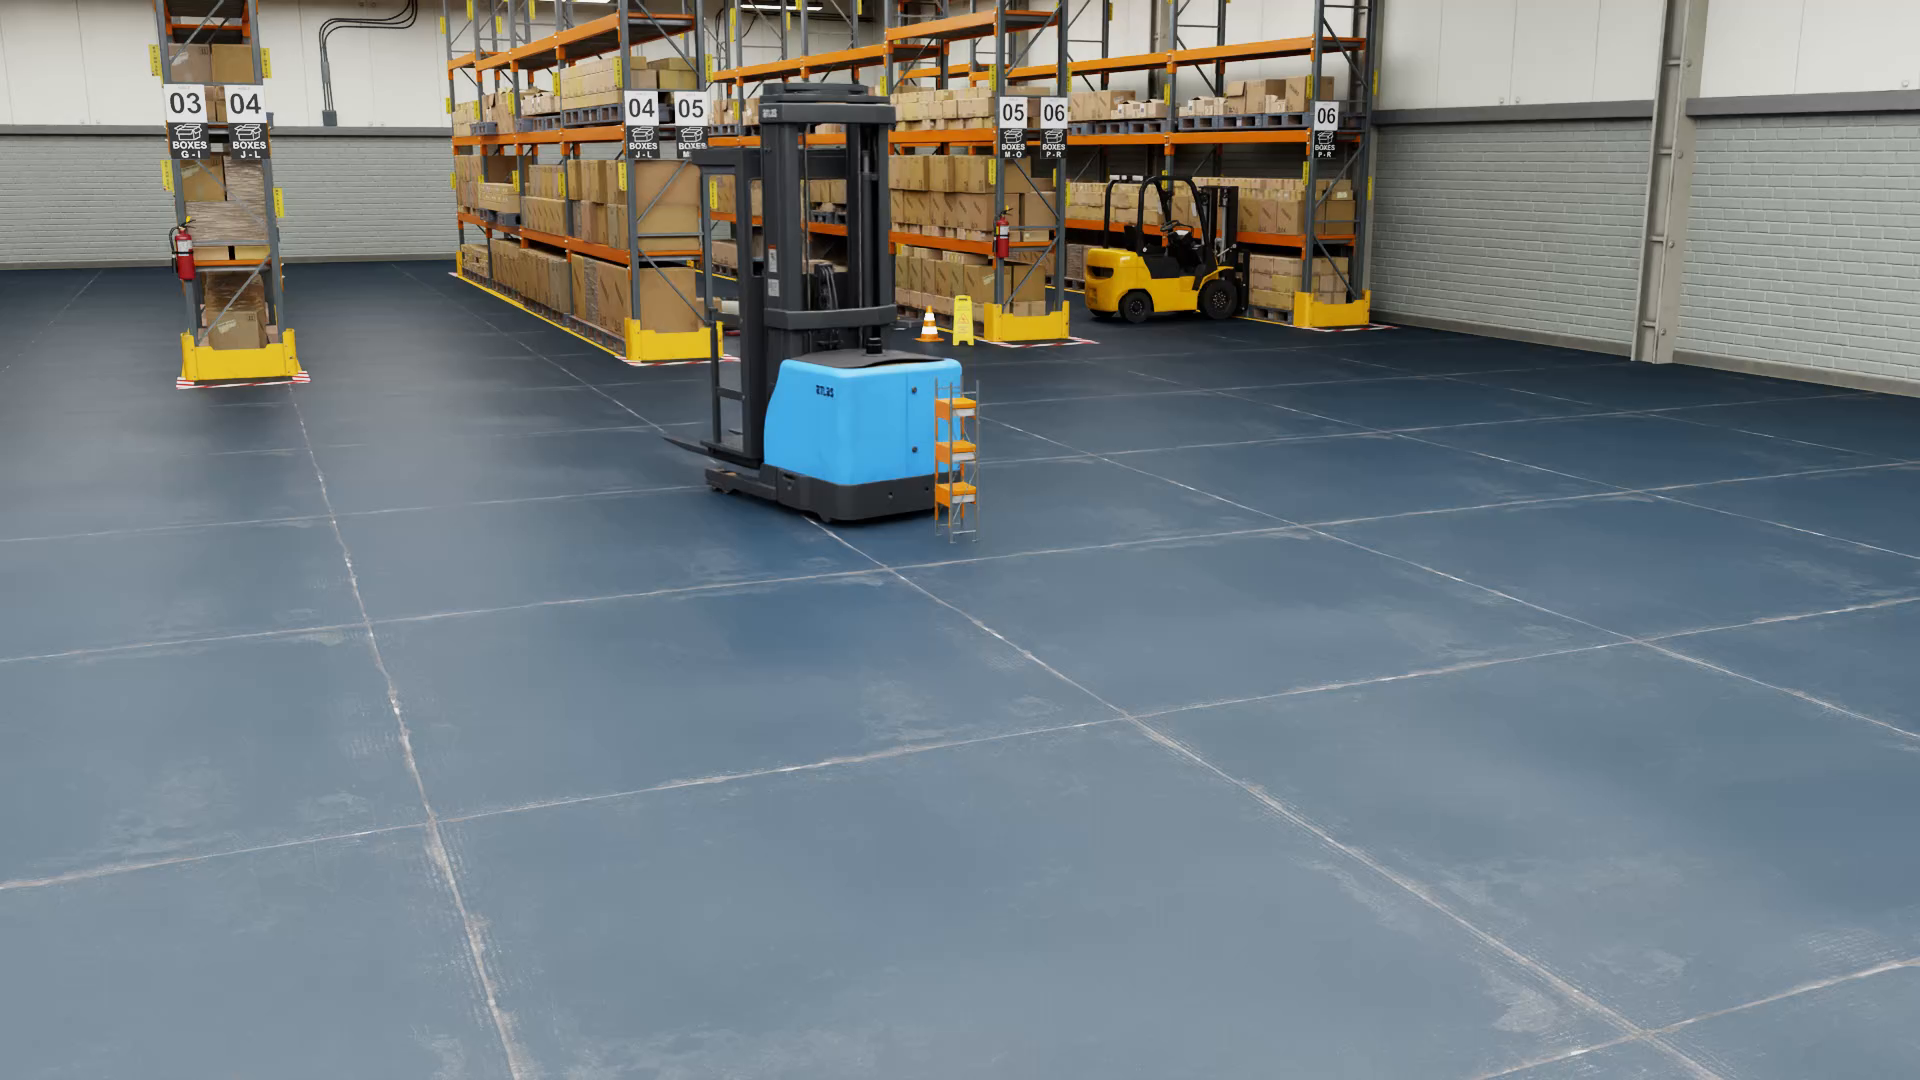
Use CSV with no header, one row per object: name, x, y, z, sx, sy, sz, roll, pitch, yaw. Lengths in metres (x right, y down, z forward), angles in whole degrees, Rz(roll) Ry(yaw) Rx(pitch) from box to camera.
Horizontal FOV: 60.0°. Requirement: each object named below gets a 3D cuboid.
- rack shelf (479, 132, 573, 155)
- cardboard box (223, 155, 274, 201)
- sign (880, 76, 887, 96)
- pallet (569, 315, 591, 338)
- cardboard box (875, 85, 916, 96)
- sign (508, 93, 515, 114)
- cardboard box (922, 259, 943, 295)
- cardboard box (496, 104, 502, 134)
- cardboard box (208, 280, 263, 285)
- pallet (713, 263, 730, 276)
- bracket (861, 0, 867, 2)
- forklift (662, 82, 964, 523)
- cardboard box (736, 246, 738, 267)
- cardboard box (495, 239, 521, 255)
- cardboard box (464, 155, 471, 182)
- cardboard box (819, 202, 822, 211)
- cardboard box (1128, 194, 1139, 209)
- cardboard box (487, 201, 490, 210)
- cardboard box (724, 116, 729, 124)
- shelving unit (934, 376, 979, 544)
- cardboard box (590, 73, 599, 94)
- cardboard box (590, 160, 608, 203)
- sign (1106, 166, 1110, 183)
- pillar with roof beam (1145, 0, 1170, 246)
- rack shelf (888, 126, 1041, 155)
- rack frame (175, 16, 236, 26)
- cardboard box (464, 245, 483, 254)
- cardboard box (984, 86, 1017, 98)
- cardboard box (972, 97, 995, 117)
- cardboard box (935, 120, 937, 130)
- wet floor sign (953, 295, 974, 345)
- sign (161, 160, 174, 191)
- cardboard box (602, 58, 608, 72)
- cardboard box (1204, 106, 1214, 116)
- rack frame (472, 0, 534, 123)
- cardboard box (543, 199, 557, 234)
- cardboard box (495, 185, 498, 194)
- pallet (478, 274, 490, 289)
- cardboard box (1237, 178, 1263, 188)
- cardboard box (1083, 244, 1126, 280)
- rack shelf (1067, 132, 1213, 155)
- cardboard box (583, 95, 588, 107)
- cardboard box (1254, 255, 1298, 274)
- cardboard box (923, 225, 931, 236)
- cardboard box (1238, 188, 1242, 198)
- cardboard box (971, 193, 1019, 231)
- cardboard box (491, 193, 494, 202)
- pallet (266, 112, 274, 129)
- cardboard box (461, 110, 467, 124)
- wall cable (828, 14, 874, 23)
rack shelf,-7.557,-6.913,29.031,1.077,0.370,4.000,-6,14,-23
cardboard box,-8.107,-4.128,18.956,0.500,0.500,0.500,-6,14,-23
sign,-1.166,-6.885,25.294,0.100,0.325,0.005,-6,14,-23
pallet,-4.921,-3.040,23.537,1.003,0.211,1.213,-6,14,-23
cardboard box,-1.007,-6.976,25.997,0.500,0.250,0.500,-5,14,-22
sign,-7.254,-7.054,26.897,0.100,0.325,0.005,-6,14,-23
cardboard box,-0.238,-3.898,24.564,0.500,0.500,0.500,-5,14,-20
cardboard box,-7.626,-7.200,28.453,0.500,0.500,0.500,-6,14,-23
cardboard box,-10.139,-3.361,23.309,0.700,0.500,0.500,-6,14,-23
pallet,-4.589,-5.742,35.210,1.003,0.211,1.213,-6,14,-23
bracket,-2.784,-13.905,43.009,0.076,0.066,5.218,-6,14,-23
forklift,-1.255,-1.823,12.247,1.130,2.935,3.031,-10,16,-36
cardboard box,-4.016,-5.779,33.940,0.875,0.438,0.875,-6,14,-24
cardboard box,-8.089,-5.281,29.987,0.500,0.250,0.500,-5,14,-21
cardboard box,-9.421,-7.288,32.608,0.500,0.500,0.500,-6,14,-25
cardboard box,-2.218,-5.794,28.878,0.380,0.149,0.250,-7,15,-26
cardboard box,3.244,-5.834,28.650,0.500,0.250,0.500,-6,14,-24
cardboard box,-8.207,-5.962,29.602,0.380,0.149,0.250,-6,14,-25
cardboard box,-4.518,-8.434,33.408,0.380,0.149,0.250,-5,14,-22
shelving unit,-0.021,-0.523,10.799,0.215,1.050,0.252,-6,14,-23
cardboard box,-4.403,-5.806,21.171,0.500,0.250,0.500,-6,14,-23
cardboard box,-4.401,-4.747,22.000,0.875,0.550,0.500,-6,14,-23
sign,2.793,-6.921,31.554,0.100,0.325,0.005,-6,14,-23
pillar with roof beam,-0.311,-8.652,28.297,9.100,9.000,0.400,-6,14,-23
rack shelf,0.143,-5.729,23.912,1.077,0.370,4.000,-6,14,-23
rack frame,-12.943,-8.711,28.552,1.000,3.000,0.127,-6,14,-23
cardboard box,-9.858,-5.899,33.777,0.380,0.149,0.250,-6,14,-23
cardboard box,0.538,-5.975,22.171,0.380,0.149,0.250,-5,14,-22
cardboard box,0.492,-5.819,22.380,0.500,0.250,0.500,-6,14,-24
cardboard box,-0.140,-5.964,23.891,0.380,0.149,0.250,-6,14,-23
wet floor sign,0.040,-2.922,22.062,0.267,0.644,0.232,-1,13,-4
sign,-8.653,-3.981,18.151,0.100,0.325,0.005,-6,14,-23
cardboard box,-4.198,-5.861,20.524,0.380,0.149,0.250,-5,14,-22
cardboard box,4.097,-6.793,26.321,0.380,0.149,0.250,-5,14,-21
rack frame,-8.358,-9.138,30.397,1.000,3.000,0.127,-6,14,-23
cardboard box,-6.012,-4.904,25.185,0.500,0.500,0.500,-5,14,-22
cardboard box,-7.777,-6.033,28.589,0.380,0.149,0.250,-6,14,-23
pallet,-8.660,-4.993,31.974,1.003,0.211,1.213,-6,14,-23
cardboard box,4.534,-5.535,25.811,0.380,0.149,0.250,-5,14,-22
cardboard box,2.792,-5.090,30.544,0.875,0.625,0.625,-5,14,-21
rack shelf,3.087,-7.004,29.423,1.077,0.370,4.000,-6,14,-23
cardboard box,-4.710,-5.735,21.748,0.380,0.149,0.250,-5,14,-22
cardboard box,4.810,-4.178,25.217,0.500,0.250,0.500,-5,14,-22
cardboard box,-0.322,-4.549,24.431,0.380,0.149,0.250,-6,14,-23
cardboard box,4.541,-5.387,25.833,0.380,0.149,0.250,-6,14,-23
cardboard box,0.474,-4.485,22.716,0.500,0.500,0.500,-6,14,-24
cardboard box,-7.993,-5.997,29.095,0.380,0.149,0.250,-6,14,-24
pallet,-9.888,-5.643,22.363,1.213,0.211,1.003,-6,14,-23
cardboard box,-9.417,-8.242,32.401,0.500,0.250,0.500,-6,14,-25
wall cable,-2.007,-14.873,42.841,2.988,3.039,0.133,-6,14,-23
